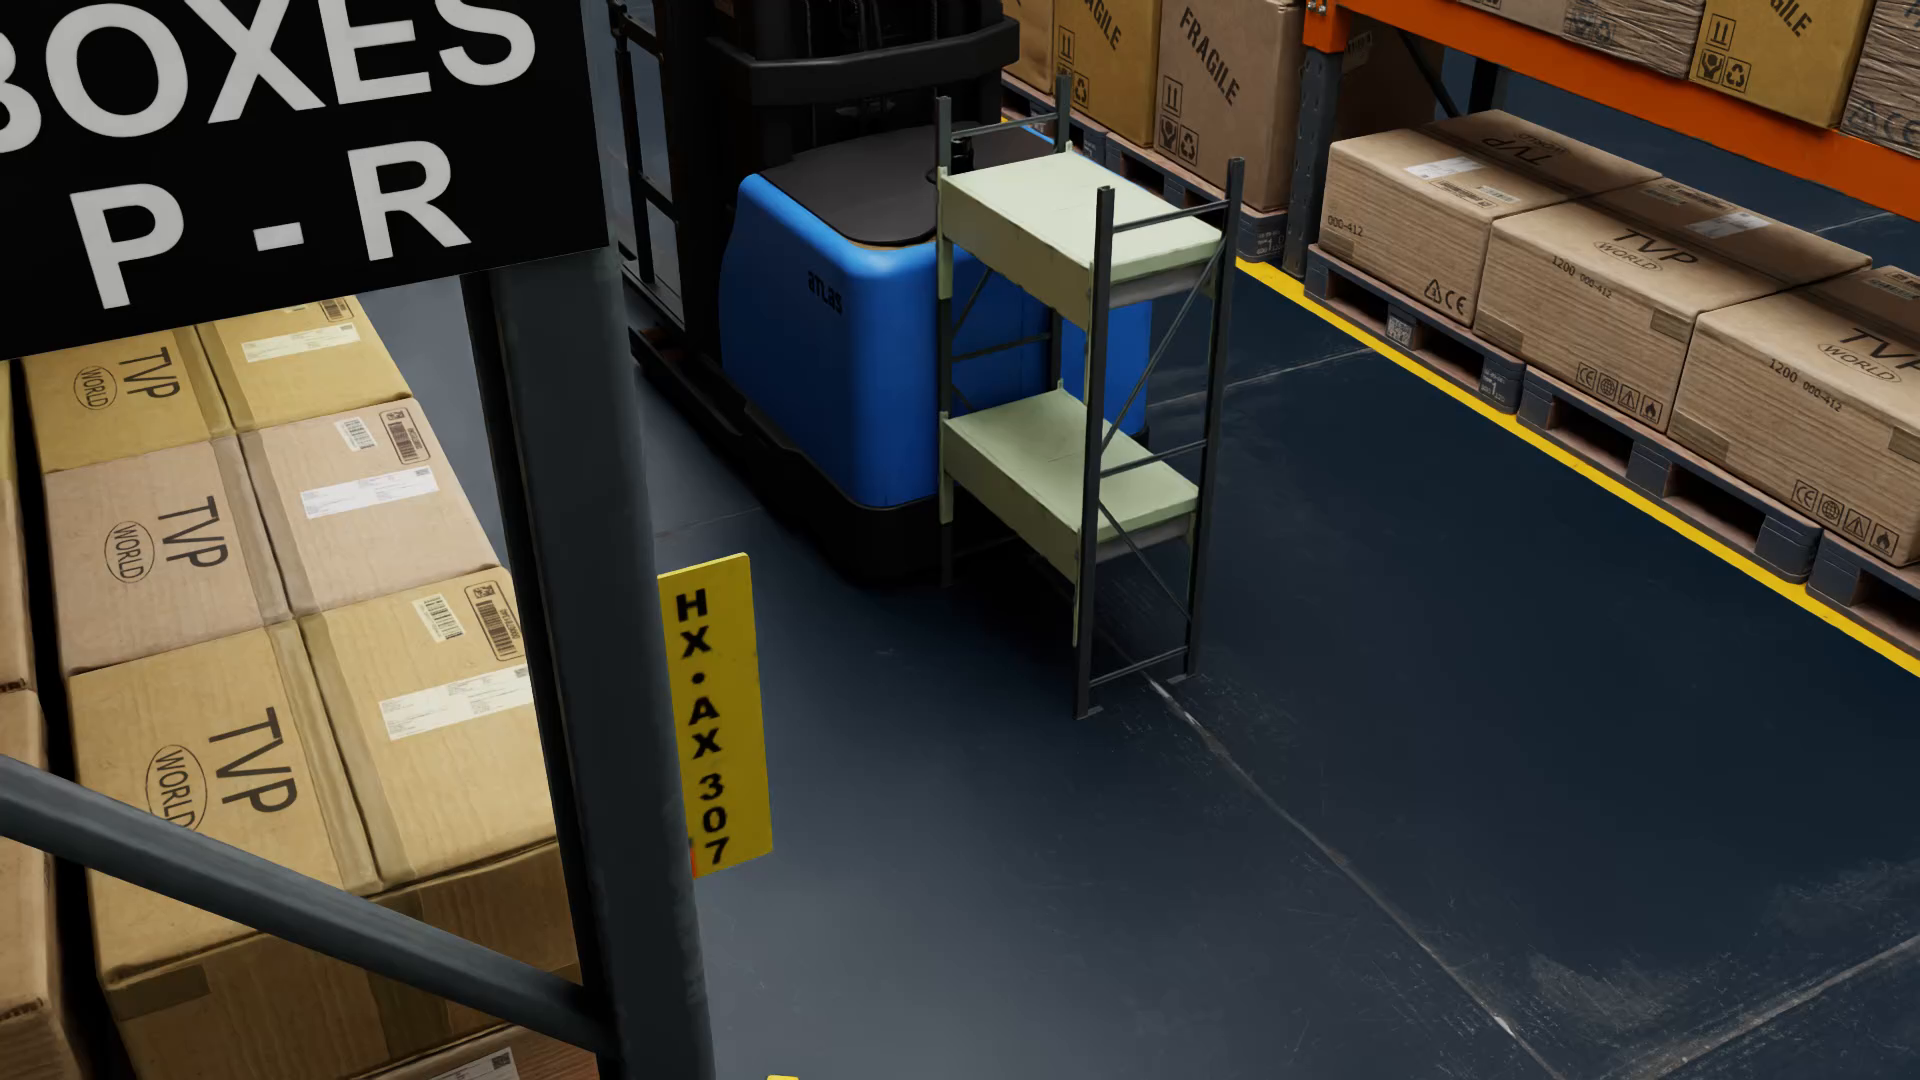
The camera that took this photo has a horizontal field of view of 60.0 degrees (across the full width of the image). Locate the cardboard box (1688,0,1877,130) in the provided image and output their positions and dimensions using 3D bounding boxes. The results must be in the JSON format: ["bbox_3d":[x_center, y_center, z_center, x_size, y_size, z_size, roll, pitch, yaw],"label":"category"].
[{"bbox_3d":[2.513,-1.525,4.757,0.500,0.500,0.500,-15,35,-22],"label":"cardboard box"}]

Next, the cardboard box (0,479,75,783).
[{"bbox_3d":[-1.385,0.200,2.021,0.500,0.250,0.500,-16,36,-23],"label":"cardboard box"}]

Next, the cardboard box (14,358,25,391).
[{"bbox_3d":[-1.855,-0.288,2.782,0.500,0.250,0.500,-16,36,-23],"label":"cardboard box"}]

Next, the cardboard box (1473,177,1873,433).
[{"bbox_3d":[2.444,-0.843,5.770,0.875,0.438,0.875,-17,36,-24],"label":"cardboard box"}]

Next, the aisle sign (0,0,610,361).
[{"bbox_3d":[-0.405,-0.475,0.801,0.394,0.787,0.004,-16,36,-23],"label":"aisle sign"}]

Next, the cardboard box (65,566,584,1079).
[{"bbox_3d":[-0.669,0.314,1.842,0.500,0.250,0.500,-16,36,-23],"label":"cardboard box"}]

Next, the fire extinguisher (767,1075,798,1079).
[{"bbox_3d":[-0.219,0.804,1.631,0.296,0.674,0.183,-16,36,-23],"label":"fire extinguisher"}]

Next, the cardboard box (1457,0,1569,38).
[{"bbox_3d":[2.046,-2.009,5.513,0.500,0.500,0.500,-16,36,-23],"label":"cardboard box"}]

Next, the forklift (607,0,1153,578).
[{"bbox_3d":[-0.577,-1.886,5.476,1.130,2.935,3.031,-17,37,-25],"label":"forklift"}]

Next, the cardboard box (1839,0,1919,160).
[{"bbox_3d":[2.765,-1.281,4.377,0.500,0.500,0.500,-15,36,-22],"label":"cardboard box"}]

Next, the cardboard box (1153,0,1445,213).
[{"bbox_3d":[1.468,-2.056,7.259,0.875,0.875,0.875,-15,35,-22],"label":"cardboard box"}]

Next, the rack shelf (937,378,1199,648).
[{"bbox_3d":[0.299,-0.096,4.614,0.431,0.370,0.720,-17,37,-25],"label":"rack shelf"}]

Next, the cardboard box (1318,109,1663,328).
[{"bbox_3d":[2.026,-1.270,6.437,0.875,0.438,0.875,-16,36,-24],"label":"cardboard box"}]

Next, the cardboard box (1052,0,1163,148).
[{"bbox_3d":[1.040,-2.485,7.929,0.875,0.875,0.875,-15,36,-22],"label":"cardboard box"}]

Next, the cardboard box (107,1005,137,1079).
[{"bbox_3d":[-1.152,0.539,1.860,0.380,0.149,0.250,-15,35,-22],"label":"cardboard box"}]

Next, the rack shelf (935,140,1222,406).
[{"bbox_3d":[0.299,-0.699,4.227,0.431,0.370,0.720,-17,37,-25],"label":"rack shelf"}]

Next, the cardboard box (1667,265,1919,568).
[{"bbox_3d":[2.863,-0.412,5.098,0.875,0.438,0.875,-15,36,-22],"label":"cardboard box"}]

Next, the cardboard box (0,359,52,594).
[{"bbox_3d":[-1.611,-0.038,2.392,0.500,0.250,0.500,-15,35,-22],"label":"cardboard box"}]

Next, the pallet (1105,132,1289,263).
[{"bbox_3d":[1.402,-1.674,7.666,1.003,0.211,1.213,-16,36,-23],"label":"pallet"}]

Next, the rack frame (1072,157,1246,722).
[{"bbox_3d":[0.482,-0.200,4.171,0.400,1.500,0.023,-17,37,-25],"label":"rack frame"}]

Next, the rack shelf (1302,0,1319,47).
[{"bbox_3d":[0.896,-3.150,8.053,1.077,0.370,4.000,-16,36,-23],"label":"rack shelf"}]

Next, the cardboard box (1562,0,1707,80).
[{"bbox_3d":[2.273,-1.771,5.140,0.500,0.500,0.500,-16,36,-23],"label":"cardboard box"}]

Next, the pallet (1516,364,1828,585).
[{"bbox_3d":[2.686,-0.359,5.614,1.003,0.211,1.213,-16,36,-23],"label":"pallet"}]

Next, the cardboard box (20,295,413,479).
[{"bbox_3d":[-1.144,-0.167,2.594,0.500,0.250,0.500,-17,36,-24],"label":"cardboard box"}]

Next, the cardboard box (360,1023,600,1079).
[{"bbox_3d":[-0.607,0.541,1.858,0.380,0.149,0.250,-16,36,-23],"label":"cardboard box"}]

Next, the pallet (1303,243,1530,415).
[{"bbox_3d":[2.114,-0.942,6.524,1.003,0.211,1.213,-16,36,-23],"label":"pallet"}]

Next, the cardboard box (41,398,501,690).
[{"bbox_3d":[-0.905,0.074,2.217,0.500,0.250,0.500,-15,36,-23],"label":"cardboard box"}]

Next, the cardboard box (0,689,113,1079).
[{"bbox_3d":[-1.145,0.446,1.637,0.500,0.250,0.500,-15,36,-22],"label":"cardboard box"}]

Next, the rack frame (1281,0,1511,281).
[{"bbox_3d":[1.828,-2.498,6.369,1.000,3.000,0.127,-16,36,-23],"label":"rack frame"}]

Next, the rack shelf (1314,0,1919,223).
[{"bbox_3d":[2.761,-1.241,5.073,1.077,0.370,4.000,-16,36,-23],"label":"rack shelf"}]

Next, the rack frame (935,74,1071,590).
[{"bbox_3d":[0.115,-0.541,4.704,0.400,1.500,0.023,-17,37,-25],"label":"rack frame"}]

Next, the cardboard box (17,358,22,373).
[{"bbox_3d":[-1.401,-0.406,2.966,0.500,0.250,0.500,-17,36,-24],"label":"cardboard box"}]

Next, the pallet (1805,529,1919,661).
[{"bbox_3d":[3.251,0.223,4.707,1.003,0.211,1.213,-16,36,-23],"label":"pallet"}]

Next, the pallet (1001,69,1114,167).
[{"bbox_3d":[0.829,-2.256,8.576,1.003,0.211,1.213,-16,36,-23],"label":"pallet"}]

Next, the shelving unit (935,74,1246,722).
[{"bbox_3d":[0.299,-0.370,4.438,0.431,1.500,0.755,-17,37,-25],"label":"shelving unit"}]

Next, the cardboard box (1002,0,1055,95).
[{"bbox_3d":[0.624,-2.912,8.595,0.875,0.875,0.875,-15,36,-23],"label":"cardboard box"}]

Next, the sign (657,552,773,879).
[{"bbox_3d":[-0.216,0.160,1.418,0.100,0.325,0.005,-16,36,-23],"label":"sign"}]
